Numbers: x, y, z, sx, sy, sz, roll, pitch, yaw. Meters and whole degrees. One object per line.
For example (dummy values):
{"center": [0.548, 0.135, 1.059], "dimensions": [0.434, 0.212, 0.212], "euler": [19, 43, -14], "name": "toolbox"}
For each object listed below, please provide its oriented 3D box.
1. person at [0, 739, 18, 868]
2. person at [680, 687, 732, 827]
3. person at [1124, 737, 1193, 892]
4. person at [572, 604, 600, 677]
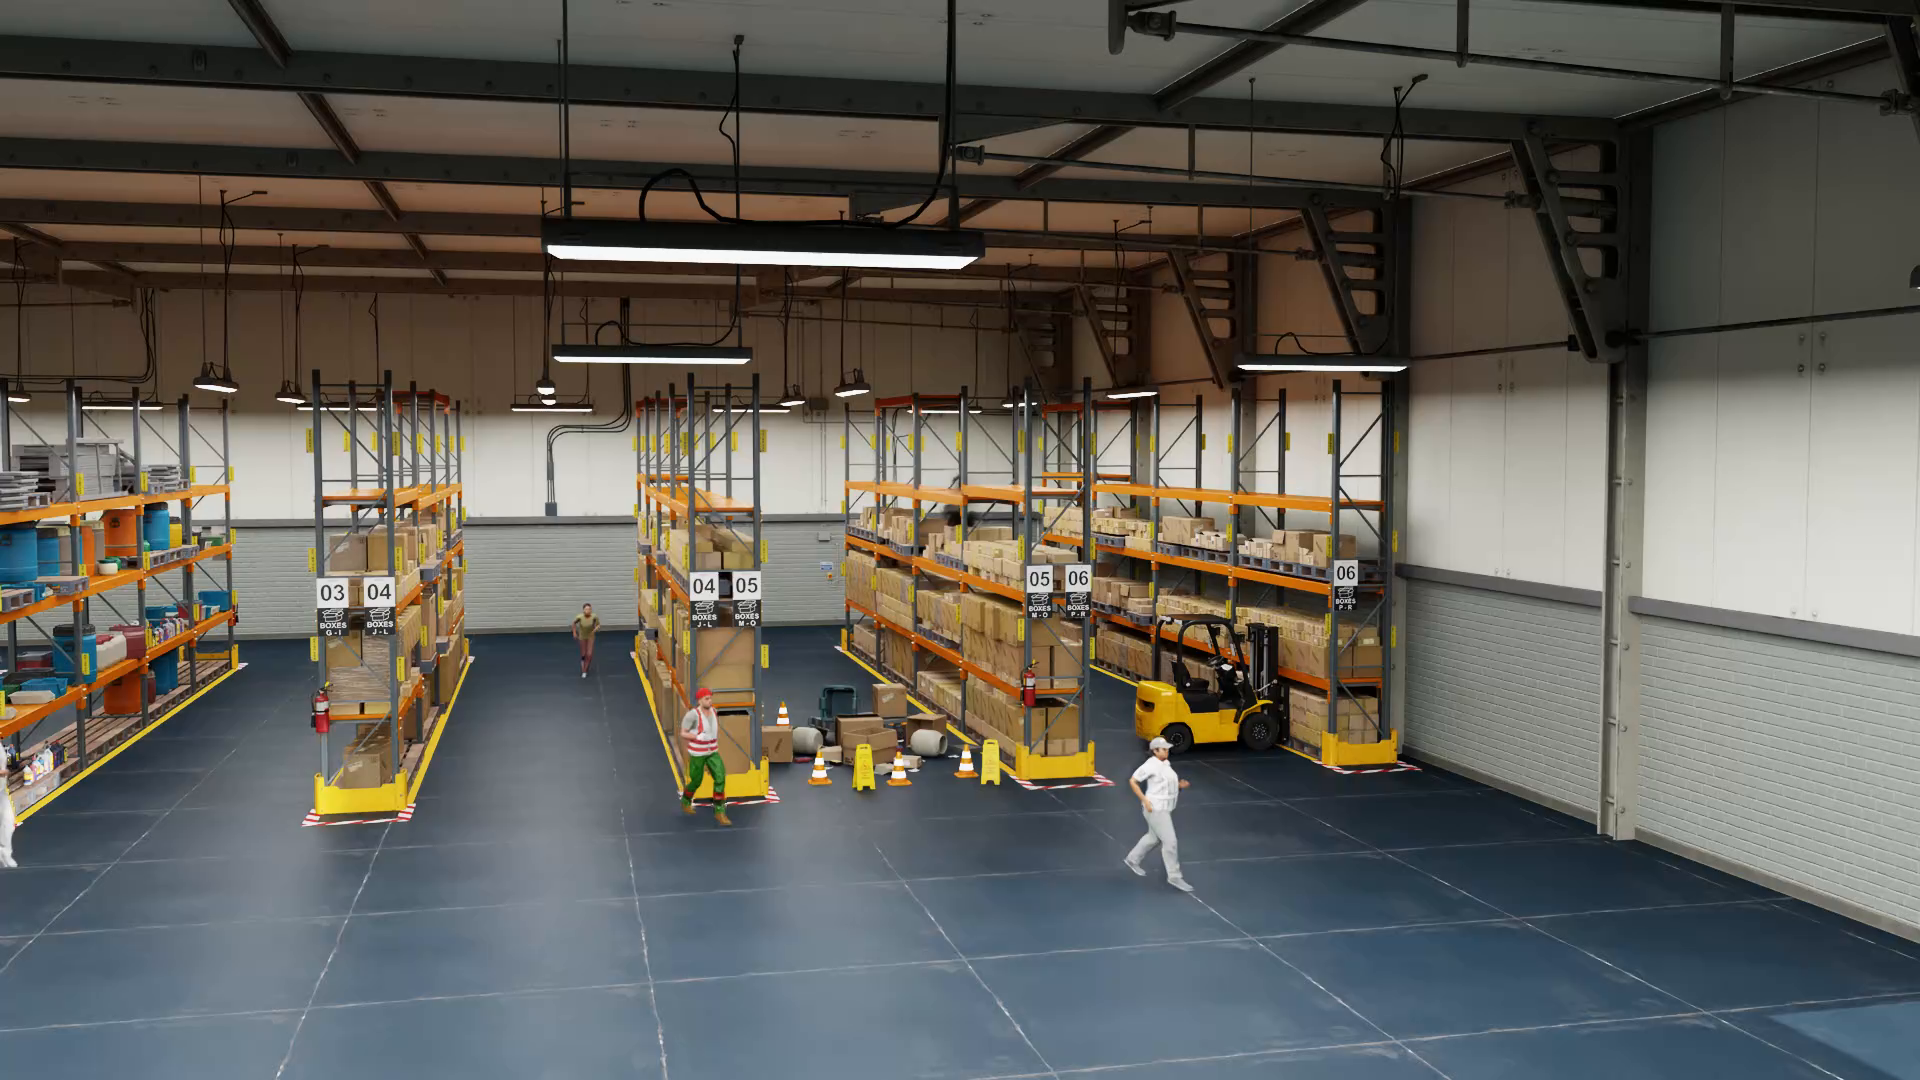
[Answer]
{"center": [-11.488, 2.989, 19.633], "dimensions": [0.773, 1.844, 0.667], "euler": [1, 3, 16], "name": "person"}
{"center": [-3.408, 2.836, 21.973], "dimensions": [0.675, 1.802, 0.933], "euler": [-3, 4, -42], "name": "person"}
{"center": [2.252, 3.069, 18.811], "dimensions": [0.877, 1.689, 0.594], "euler": [2, 4, 27], "name": "person"}
{"center": [-8.058, 2.153, 35.870], "dimensions": [0.572, 1.599, 0.692], "euler": [-1, 4, -21], "name": "person"}
